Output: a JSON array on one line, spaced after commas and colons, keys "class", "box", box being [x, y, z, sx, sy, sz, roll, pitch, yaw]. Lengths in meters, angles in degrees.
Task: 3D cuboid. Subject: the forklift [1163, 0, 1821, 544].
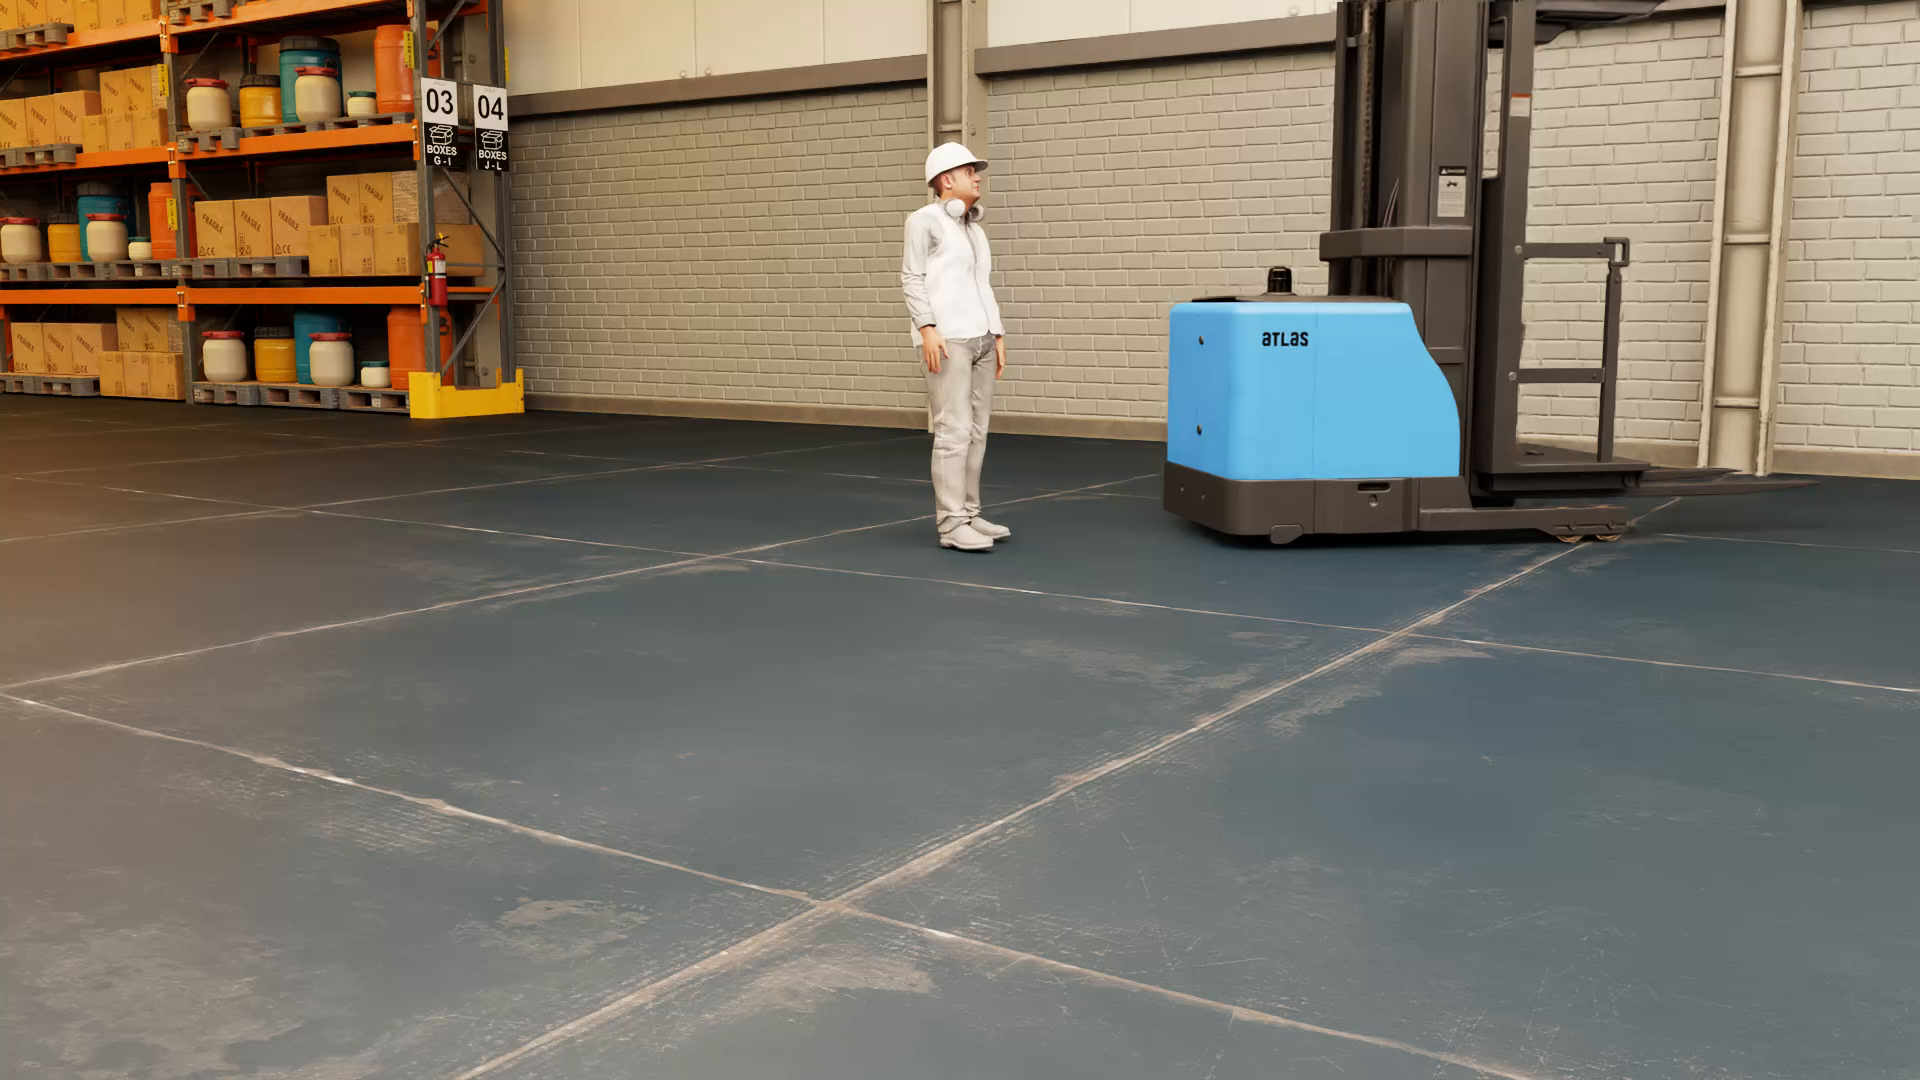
[{"class": "forklift", "box": [2.565, -1.509, 7.804, 3.031, 2.935, 1.130, -2, 8, -11]}]

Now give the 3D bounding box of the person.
[{"class": "person", "box": [0.047, -0.880, 7.437, 0.568, 1.773, 0.632, 5, 10, 34]}]
